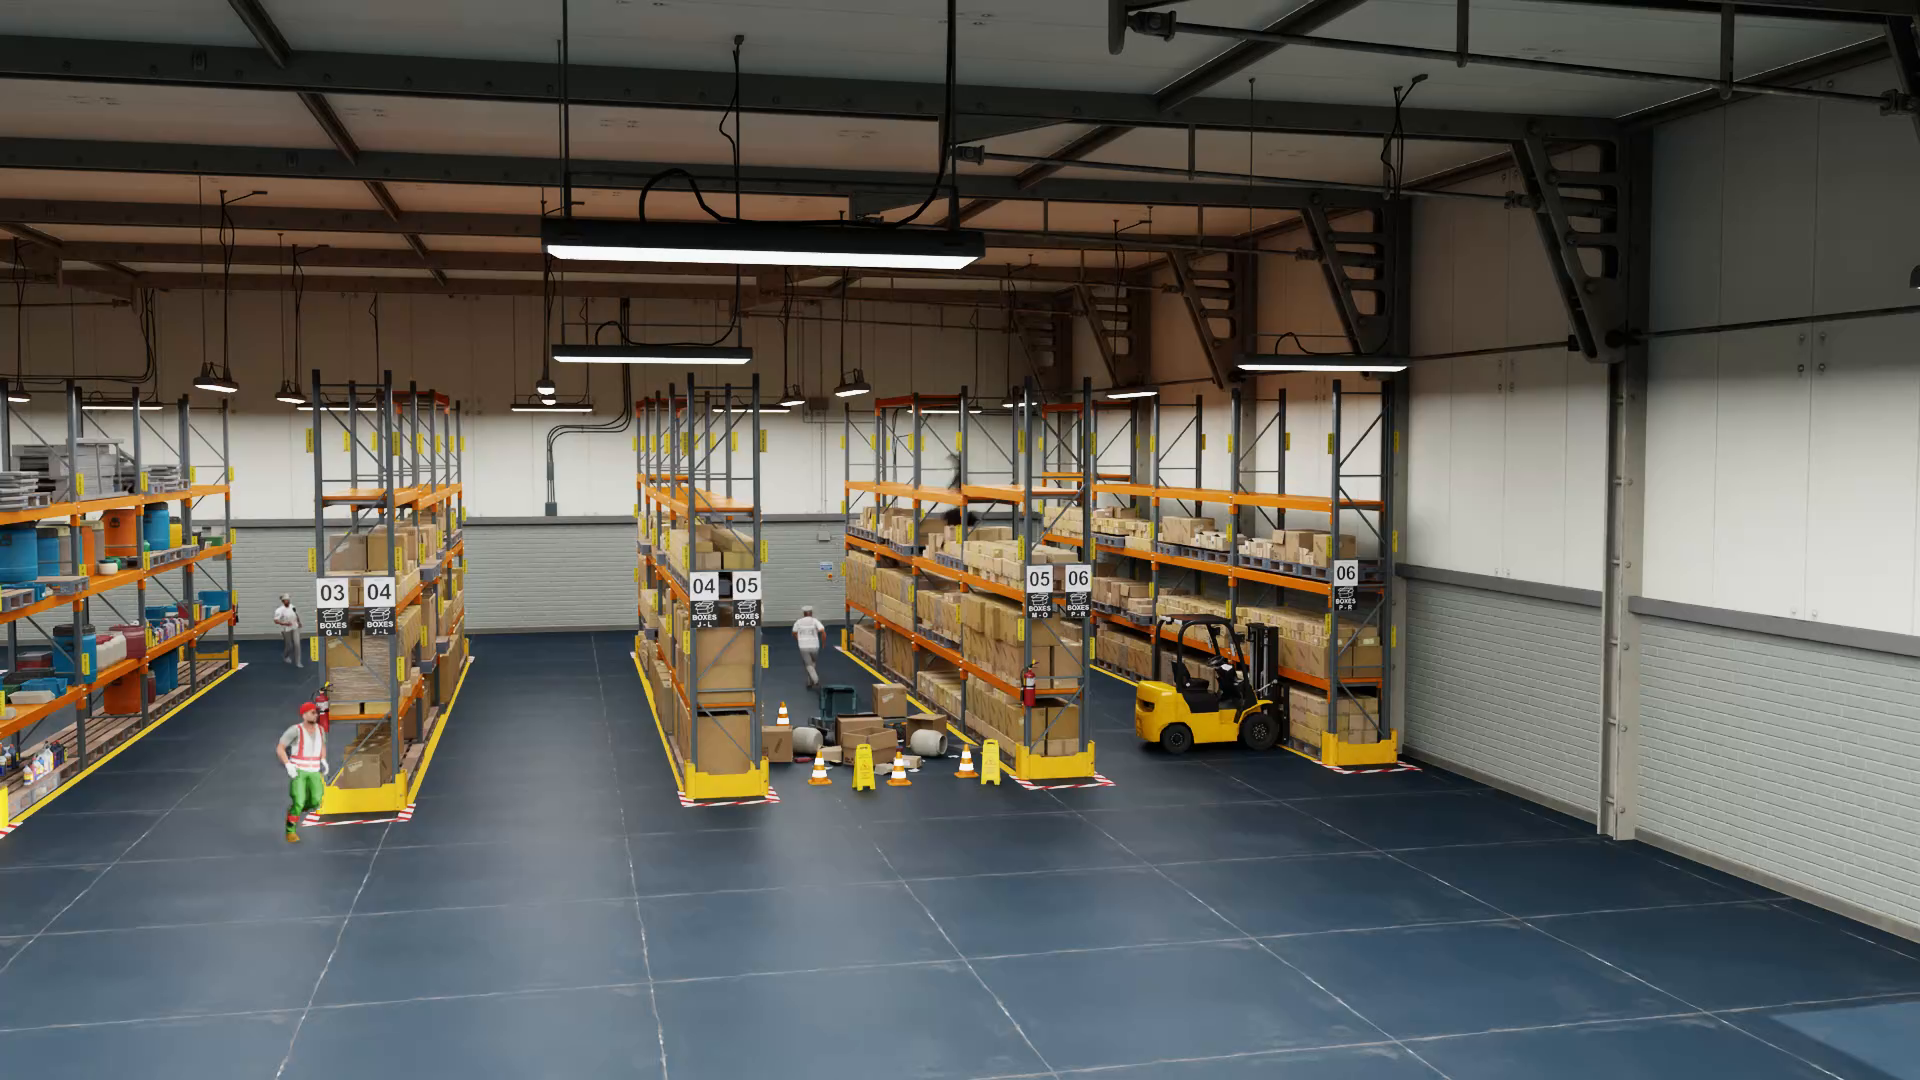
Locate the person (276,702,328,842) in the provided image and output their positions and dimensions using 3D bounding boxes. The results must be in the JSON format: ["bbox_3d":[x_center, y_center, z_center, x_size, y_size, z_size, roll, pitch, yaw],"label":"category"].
[{"bbox_3d":[-8.335,2.926,21.157,0.562,1.720,0.706,2,4,37],"label":"person"}]

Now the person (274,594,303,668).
[{"bbox_3d":[-15.102,2.026,37.354,0.801,1.669,0.615,3,4,43],"label":"person"}]

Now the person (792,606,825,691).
[{"bbox_3d":[-3.054,2.244,33.693,0.665,1.734,0.817,-1,3,-12],"label":"person"}]
